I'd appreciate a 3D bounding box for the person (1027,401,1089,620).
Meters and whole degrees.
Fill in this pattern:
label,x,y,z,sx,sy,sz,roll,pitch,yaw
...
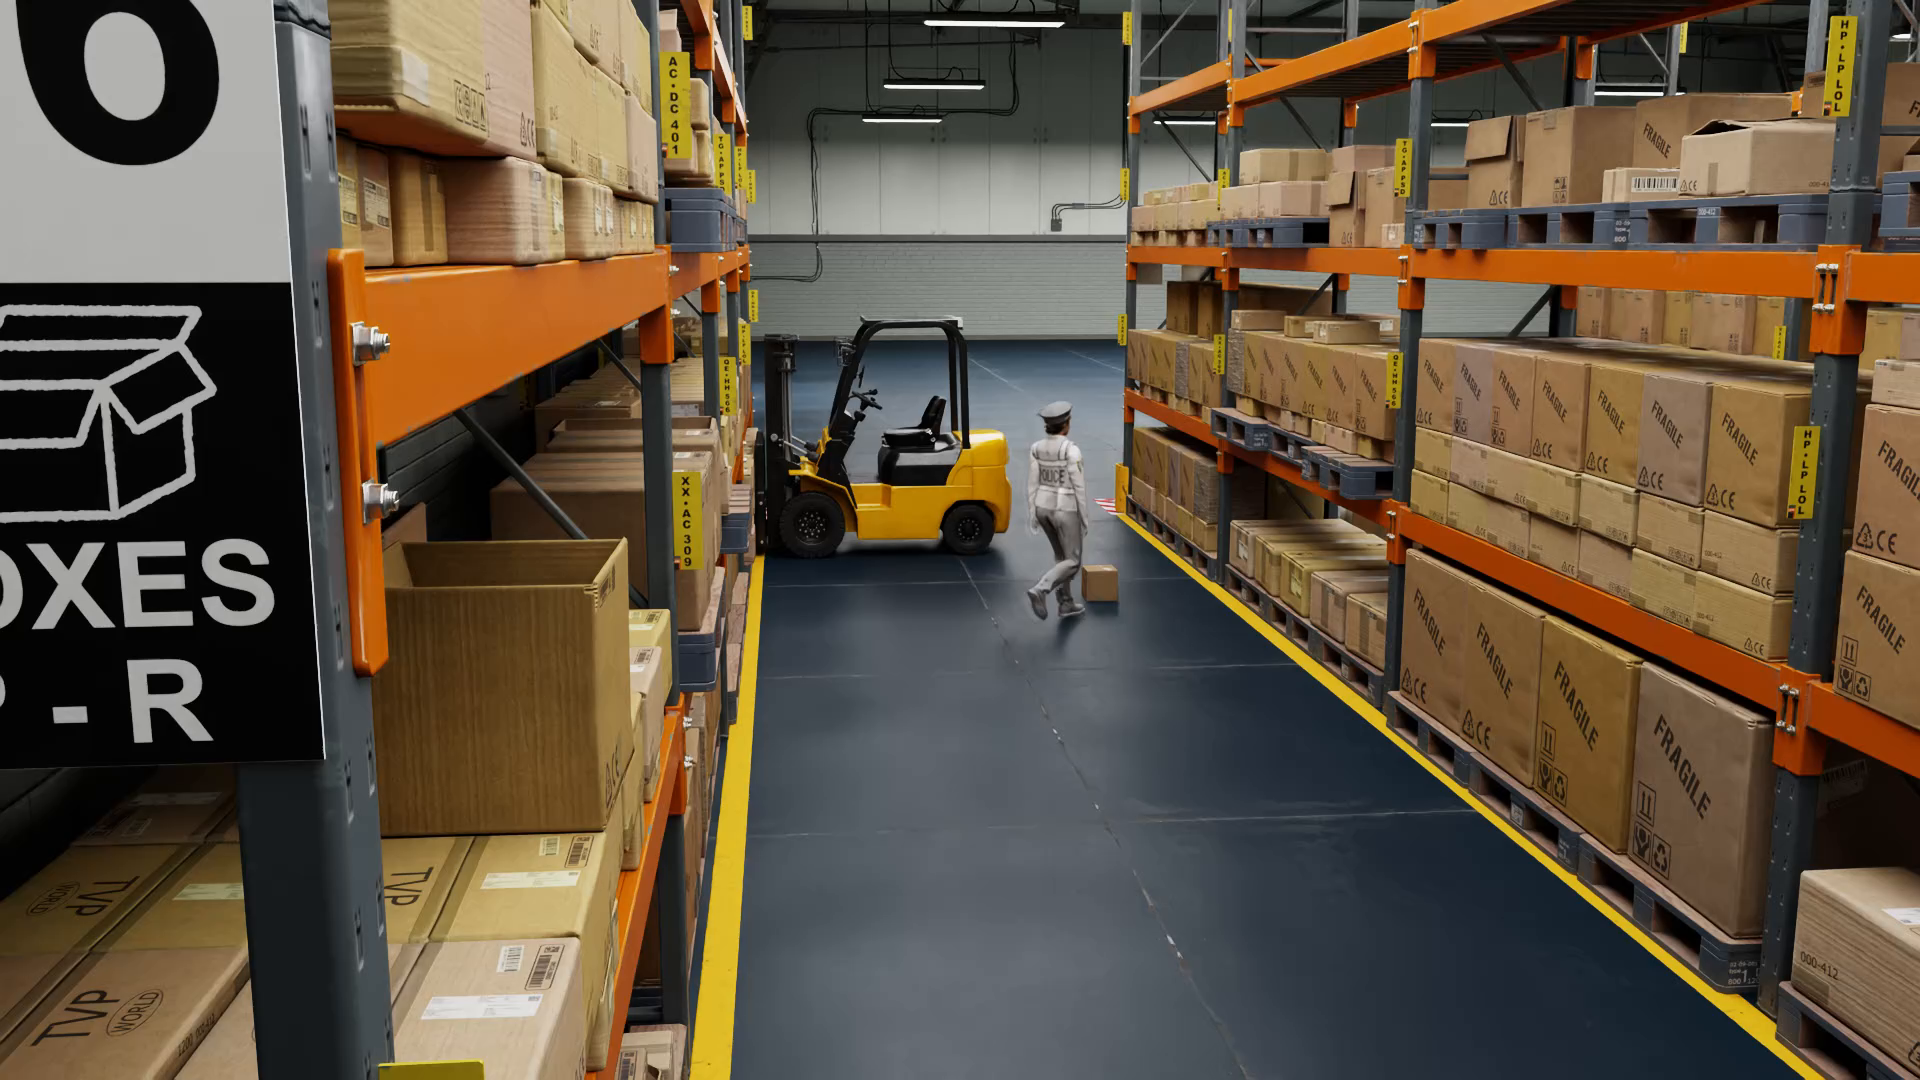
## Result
label,x,y,z,sx,sy,sz,roll,pitch,yaw
person,0.716,-0.210,12.456,0.487,1.656,0.769,10,14,43
